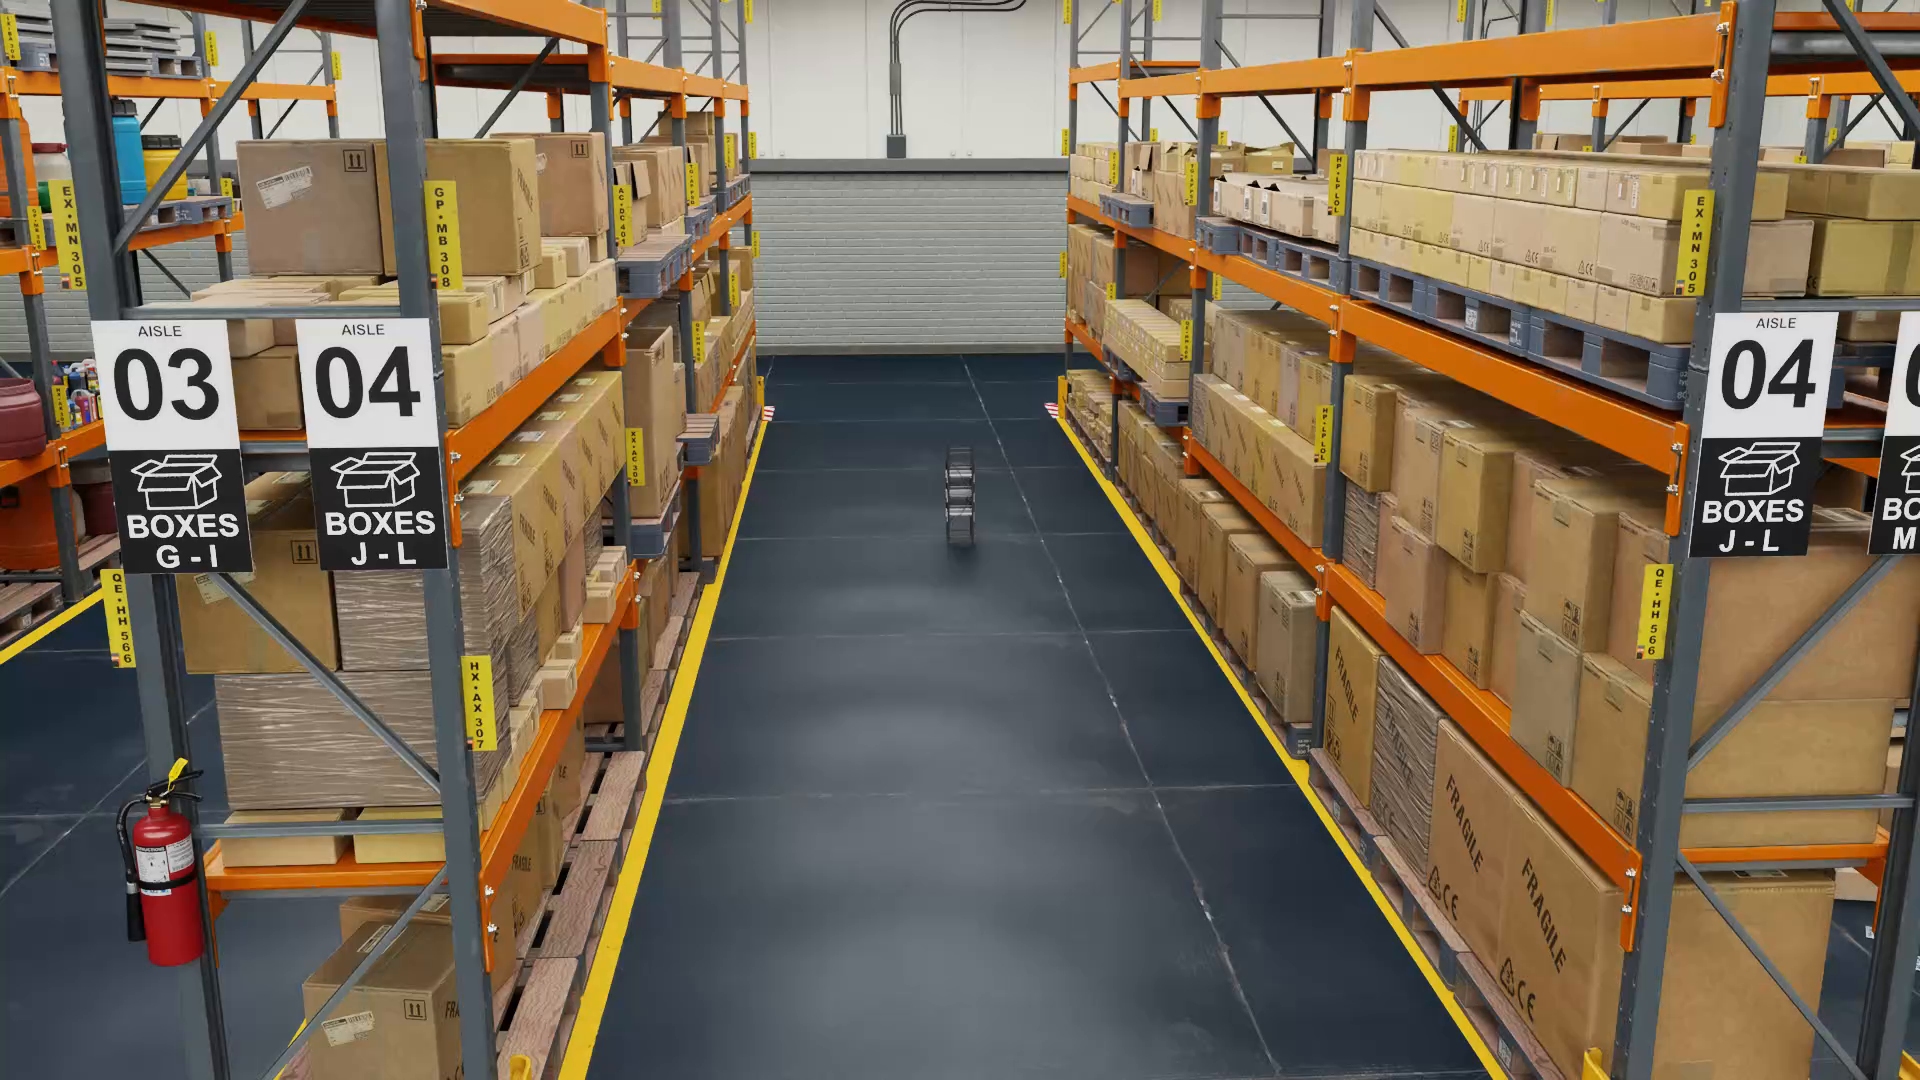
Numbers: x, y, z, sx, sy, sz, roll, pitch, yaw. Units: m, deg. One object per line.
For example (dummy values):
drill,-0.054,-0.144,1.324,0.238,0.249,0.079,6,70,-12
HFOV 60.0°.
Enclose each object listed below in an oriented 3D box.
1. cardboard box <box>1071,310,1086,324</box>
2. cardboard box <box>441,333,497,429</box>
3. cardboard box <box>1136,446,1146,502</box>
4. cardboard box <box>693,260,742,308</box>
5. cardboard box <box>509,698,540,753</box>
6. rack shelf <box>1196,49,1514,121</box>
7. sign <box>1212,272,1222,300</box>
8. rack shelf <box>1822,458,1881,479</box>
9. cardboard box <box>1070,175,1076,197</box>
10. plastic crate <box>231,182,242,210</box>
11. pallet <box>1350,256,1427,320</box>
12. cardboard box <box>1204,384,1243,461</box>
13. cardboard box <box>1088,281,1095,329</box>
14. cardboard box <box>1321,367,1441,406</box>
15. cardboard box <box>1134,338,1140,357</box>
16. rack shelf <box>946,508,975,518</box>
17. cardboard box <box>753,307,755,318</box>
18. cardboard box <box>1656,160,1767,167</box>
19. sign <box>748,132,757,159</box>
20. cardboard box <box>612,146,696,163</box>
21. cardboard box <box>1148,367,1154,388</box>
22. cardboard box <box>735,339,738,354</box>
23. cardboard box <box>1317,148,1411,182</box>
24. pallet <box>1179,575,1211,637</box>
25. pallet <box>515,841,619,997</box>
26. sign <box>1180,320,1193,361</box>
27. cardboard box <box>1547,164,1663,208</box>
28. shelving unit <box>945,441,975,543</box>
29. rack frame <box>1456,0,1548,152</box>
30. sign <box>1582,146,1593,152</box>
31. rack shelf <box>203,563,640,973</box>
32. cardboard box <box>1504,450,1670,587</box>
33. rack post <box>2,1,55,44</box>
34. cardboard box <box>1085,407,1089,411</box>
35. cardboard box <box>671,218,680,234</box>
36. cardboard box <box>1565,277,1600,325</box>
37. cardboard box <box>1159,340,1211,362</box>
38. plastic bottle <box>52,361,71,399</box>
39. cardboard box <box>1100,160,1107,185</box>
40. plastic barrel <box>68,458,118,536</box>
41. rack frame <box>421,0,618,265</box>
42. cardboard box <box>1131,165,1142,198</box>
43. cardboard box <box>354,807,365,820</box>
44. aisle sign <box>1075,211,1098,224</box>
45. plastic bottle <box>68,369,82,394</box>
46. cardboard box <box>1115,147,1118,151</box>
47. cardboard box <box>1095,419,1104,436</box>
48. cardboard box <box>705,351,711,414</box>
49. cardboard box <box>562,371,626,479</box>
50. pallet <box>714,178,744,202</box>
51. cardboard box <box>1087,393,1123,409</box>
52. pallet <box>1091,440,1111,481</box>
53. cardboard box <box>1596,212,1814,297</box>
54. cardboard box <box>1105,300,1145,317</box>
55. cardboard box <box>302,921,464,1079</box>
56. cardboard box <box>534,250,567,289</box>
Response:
cardboard box,1.566,-2.732,20.353,0.380,0.149,0.250,-1,14,-5
cardboard box,-1.884,-0.543,5.622,0.500,0.250,0.500,0,14,-2
cardboard box,1.962,-0.618,15.807,0.500,0.500,0.500,-1,14,-2
cardboard box,-2.690,-2.833,18.441,0.500,0.500,0.500,-1,14,-5
cardboard box,-1.934,0.759,6.785,0.380,0.149,0.250,-1,14,-3
rack shelf,2.473,-2.946,10.888,1.077,0.370,4.000,-1,14,-3
sign,2.655,-2.645,17.188,0.100,0.325,0.005,-1,14,-3
rack shelf,7.407,-0.336,11.980,1.077,0.370,4.000,-1,14,-3
cardboard box,1.626,-4.334,20.357,0.500,0.250,0.500,0,14,-1
plastic crate,-7.603,-3.650,17.658,0.497,0.269,0.590,-1,14,-3
pallet,2.637,-1.292,8.408,1.003,0.211,1.213,-1,14,-3
cardboard box,2.141,-0.886,12.475,0.500,0.500,0.500,-1,14,-4
cardboard box,1.728,-2.636,18.679,0.500,0.500,0.500,-1,14,-4
cardboard box,2.560,-0.742,9.905,0.700,0.500,0.500,-1,14,-4
cardboard box,1.782,-1.743,15.068,0.380,0.149,0.250,-1,14,-2
rack shelf,0.000,-0.231,15.199,0.258,0.077,0.200,-1,14,-3
cardboard box,-2.753,-2.813,20.669,0.380,0.149,0.250,-1,14,-2
cardboard box,3.064,-1.464,6.760,0.380,0.149,0.250,-1,14,-4
sign,-2.561,-4.867,20.507,0.100,0.325,0.005,-1,14,-3
cardboard box,-2.756,-3.243,14.763,0.797,0.503,0.637,-1,14,-4
cardboard box,1.829,-1.403,14.346,0.380,0.149,0.250,-1,14,-2
cardboard box,-2.559,-2.046,17.686,0.380,0.149,0.250,-1,14,-5
cardboard box,2.736,-2.405,11.314,0.500,0.500,0.500,-1,14,-3
pallet,2.322,0.467,13.010,1.003,0.211,1.213,-1,14,-3
pallet,-2.205,1.787,7.881,1.003,0.211,1.213,-1,14,-3
sign,1.808,-1.592,13.253,0.100,0.325,0.005,-1,14,-3
cardboard box,2.437,-1.328,6.234,0.380,0.149,0.250,-1,14,-2
shelving unit,0.000,-0.438,15.146,0.258,0.900,0.210,-1,14,-3
rack frame,6.787,-6.077,20.809,1.000,3.000,0.127,-1,14,-3
sign,6.481,-3.909,17.207,0.100,0.325,0.005,-1,14,-3
rack shelf,-2.236,0.812,7.519,1.077,0.370,4.000,-1,14,-3
cardboard box,2.835,-0.056,6.979,0.875,0.550,0.550,-1,14,-3
rack post,-7.637,-4.001,12.891,0.954,0.300,0.937,-1,14,-3
cardboard box,1.704,-1.505,19.957,0.380,0.149,0.250,-1,14,-3
cardboard box,-2.290,-2.171,11.950,0.500,0.250,0.500,-1,14,-4
cardboard box,2.454,-0.877,6.082,0.380,0.149,0.250,-1,14,-3
cardboard box,1.861,-1.565,13.780,0.380,0.149,0.250,-1,15,-6
plastic bottle,-8.061,-1.426,14.872,0.144,0.351,0.185,-1,14,-3
cardboard box,1.798,-3.938,17.812,0.500,0.250,0.500,-1,15,-6
plastic barrel,-7.669,-0.390,14.743,0.600,0.588,0.708,-1,14,-3
rack frame,-2.360,-2.939,8.615,1.000,3.000,0.127,-1,14,-3
cardboard box,1.946,-3.466,16.017,0.500,0.311,0.500,-1,14,-4
cardboard box,-2.351,0.953,6.032,0.380,0.149,0.250,-1,14,-3
aisle sign,1.549,-4.342,20.890,0.394,0.787,0.004,-1,14,-3
plastic bottle,-7.943,-1.400,14.931,0.097,0.271,0.097,0,14,0
cardboard box,1.808,-3.964,17.114,0.380,0.149,0.250,-2,15,-6
cardboard box,1.701,-1.249,18.365,0.380,0.149,0.250,-1,14,-5
cardboard box,-2.401,-1.331,14.201,0.500,0.500,0.500,-1,14,-5
cardboard box,-2.058,-0.603,8.770,0.500,0.500,0.500,-1,14,-3
pallet,-2.969,-3.940,18.700,1.003,0.211,1.213,-1,14,-3
cardboard box,1.665,-1.594,19.109,0.380,0.149,0.250,-1,14,-5
pallet,2.024,-0.891,18.290,1.003,0.211,1.213,-1,14,-3
cardboard box,2.535,-0.984,5.695,0.500,0.250,0.500,-1,14,-3
cardboard box,1.666,-2.340,16.792,0.380,0.149,0.250,0,14,-1
cardboard box,-2.134,1.812,6.360,0.500,0.500,0.500,2,15,7
cardboard box,-1.965,-1.203,7.387,0.380,0.149,0.250,0,14,-1
